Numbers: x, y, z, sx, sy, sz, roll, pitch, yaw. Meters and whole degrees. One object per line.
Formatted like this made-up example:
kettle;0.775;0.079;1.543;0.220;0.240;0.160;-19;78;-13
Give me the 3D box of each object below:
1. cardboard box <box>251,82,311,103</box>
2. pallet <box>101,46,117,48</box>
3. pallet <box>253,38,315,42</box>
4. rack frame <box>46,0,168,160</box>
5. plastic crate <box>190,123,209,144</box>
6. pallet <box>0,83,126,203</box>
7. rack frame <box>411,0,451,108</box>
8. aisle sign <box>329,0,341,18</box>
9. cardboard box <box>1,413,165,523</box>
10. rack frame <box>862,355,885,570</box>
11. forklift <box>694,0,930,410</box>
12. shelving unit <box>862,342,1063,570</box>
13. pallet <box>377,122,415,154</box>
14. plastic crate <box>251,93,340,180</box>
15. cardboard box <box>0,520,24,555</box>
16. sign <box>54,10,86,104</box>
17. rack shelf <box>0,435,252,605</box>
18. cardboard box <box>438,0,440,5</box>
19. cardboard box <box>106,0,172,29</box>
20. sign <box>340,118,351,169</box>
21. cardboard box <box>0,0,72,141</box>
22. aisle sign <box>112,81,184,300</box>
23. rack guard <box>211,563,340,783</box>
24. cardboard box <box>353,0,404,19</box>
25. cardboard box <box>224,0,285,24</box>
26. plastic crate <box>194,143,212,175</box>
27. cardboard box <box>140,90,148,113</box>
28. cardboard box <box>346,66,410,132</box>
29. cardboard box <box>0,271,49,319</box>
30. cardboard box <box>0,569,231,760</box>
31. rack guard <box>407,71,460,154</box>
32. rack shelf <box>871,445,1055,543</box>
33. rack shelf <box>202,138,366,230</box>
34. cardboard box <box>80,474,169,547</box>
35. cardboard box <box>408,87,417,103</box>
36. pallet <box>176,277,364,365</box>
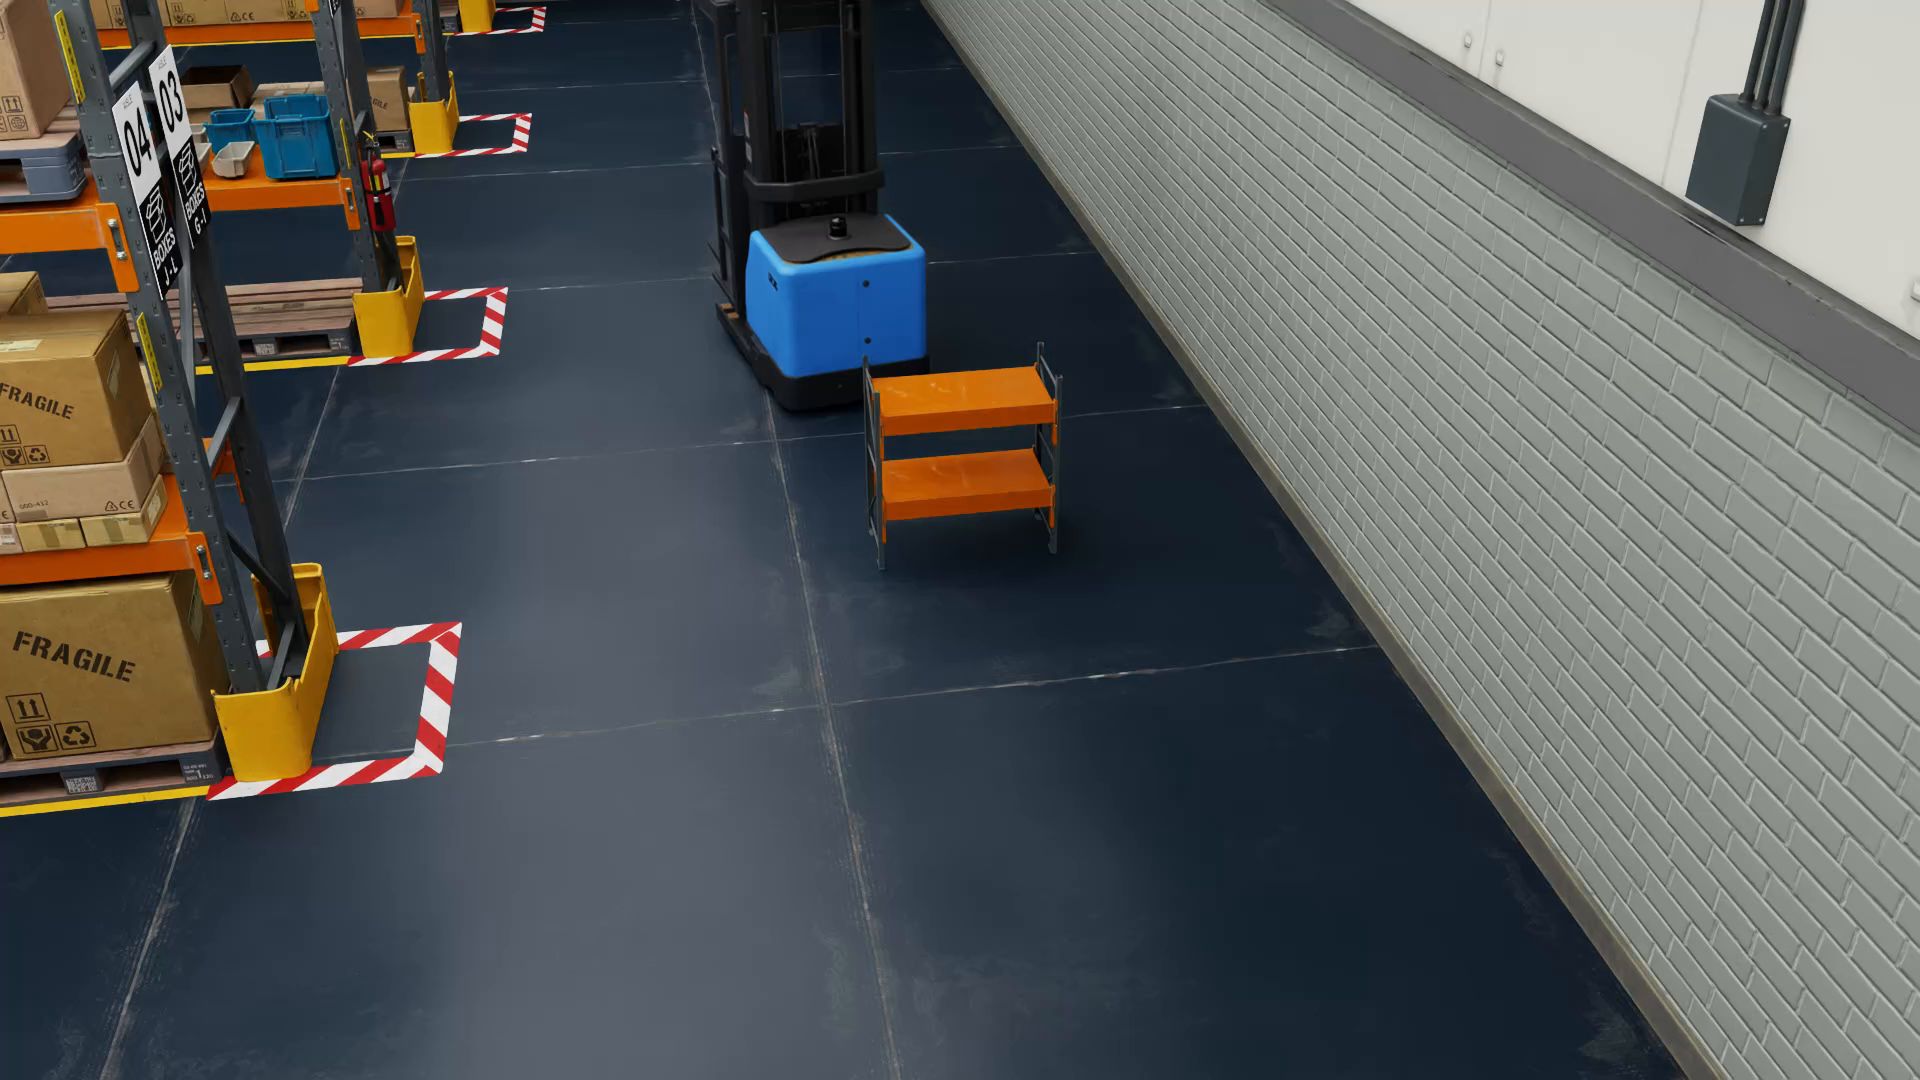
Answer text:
cardboard box;-6.764;-4.383;16.638;0.500;0.250;0.500;-5;31;-9
pallet;-10.770;-6.172;20.154;1.213;0.211;1.003;-5;31;-9
pallet;-8.060;-6.424;20.581;1.213;0.211;1.003;-5;31;-9
rack frame;-3.414;-3.025;6.131;0.127;3.000;1.000;-5;31;-9
plastic crate;-5.606;-2.912;12.059;0.298;0.136;0.250;-5;31;-9
pallet;-4.142;-1.621;6.789;1.213;0.211;1.003;-5;31;-9
rack frame;-5.194;-5.378;16.052;0.127;3.000;1.000;-5;31;-9
aisle sign;-4.182;-3.889;10.955;0.004;0.787;0.394;-5;31;-9
cardboard box;-3.843;-0.326;7.314;0.500;0.250;0.500;-6;31;-10
rack frame;-0.493;-0.439;9.501;0.032;1.125;0.500;-5;31;-9
forklift;-1.210;-2.872;11.858;1.130;2.935;3.031;-11;32;-18
shelving unit;0.007;-0.486;9.580;1.048;1.125;0.538;-5;31;-9
pallet;-6.053;-4.096;16.622;1.213;0.211;1.003;-5;31;-9
plastic crate;-4.602;-2.826;11.617;0.499;0.435;0.616;-5;31;-9
cardboard box;-4.208;-0.087;7.301;0.250;0.149;0.380;-5;31;-9
sign;-3.330;-1.808;6.224;0.005;0.325;0.100;-5;31;-9
rack shelf;-5.381;0.054;7.523;4.000;0.370;1.077;-5;31;-9
cardboard box;-6.761;-6.837;20.585;0.500;0.500;0.700;-5;31;-9
cardboard box;-7.583;-5.060;15.411;0.500;0.500;0.500;-5;31;-9
sign;-4.191;-2.706;11.346;0.005;0.325;0.100;-5;31;-9
cardboard box;-3.916;-1.925;6.608;0.500;0.500;0.700;-7;31;-12
aisle sign;-3.289;-1.416;6.749;0.004;0.787;0.394;-5;31;-9
rack guard;-3.390;0.637;8.289;0.348;0.500;1.175;-5;31;-9
cardboard box;-5.586;-5.245;15.726;0.500;0.500;0.500;-4;31;-7
cardboard box;-6.587;-5.153;15.570;0.500;0.500;0.500;-5;31;-9
plastic crate;-5.363;-2.636;11.590;0.243;0.136;0.396;-5;31;-9
cardboard box;-7.882;-4.306;16.446;0.500;0.311;0.500;-5;31;-9
cardboard box;-5.685;-4.318;16.281;0.500;0.500;0.500;-5;31;-9
cardboard box;-4.426;-0.871;7.501;0.500;0.500;0.500;-6;31;-10
cardboard box;-4.029;0.394;7.916;0.875;0.875;0.875;-5;31;-9
rack guard;-5.269;-4.294;16.674;0.348;0.500;1.175;-5;31;-9
rack shelf;0.007;-0.275;9.704;1.000;0.278;0.538;-5;31;-9
rack shelf;-6.273;-2.416;11.723;4.000;0.370;1.077;-5;31;-9
cardboard box;-3.705;-0.134;7.381;0.250;0.149;0.380;-5;31;-8
cardboard box;-5.668;-4.472;16.889;0.250;0.149;0.380;-5;31;-9
pallet;-5.124;-1.650;12.463;1.213;0.211;1.003;-5;31;-9
